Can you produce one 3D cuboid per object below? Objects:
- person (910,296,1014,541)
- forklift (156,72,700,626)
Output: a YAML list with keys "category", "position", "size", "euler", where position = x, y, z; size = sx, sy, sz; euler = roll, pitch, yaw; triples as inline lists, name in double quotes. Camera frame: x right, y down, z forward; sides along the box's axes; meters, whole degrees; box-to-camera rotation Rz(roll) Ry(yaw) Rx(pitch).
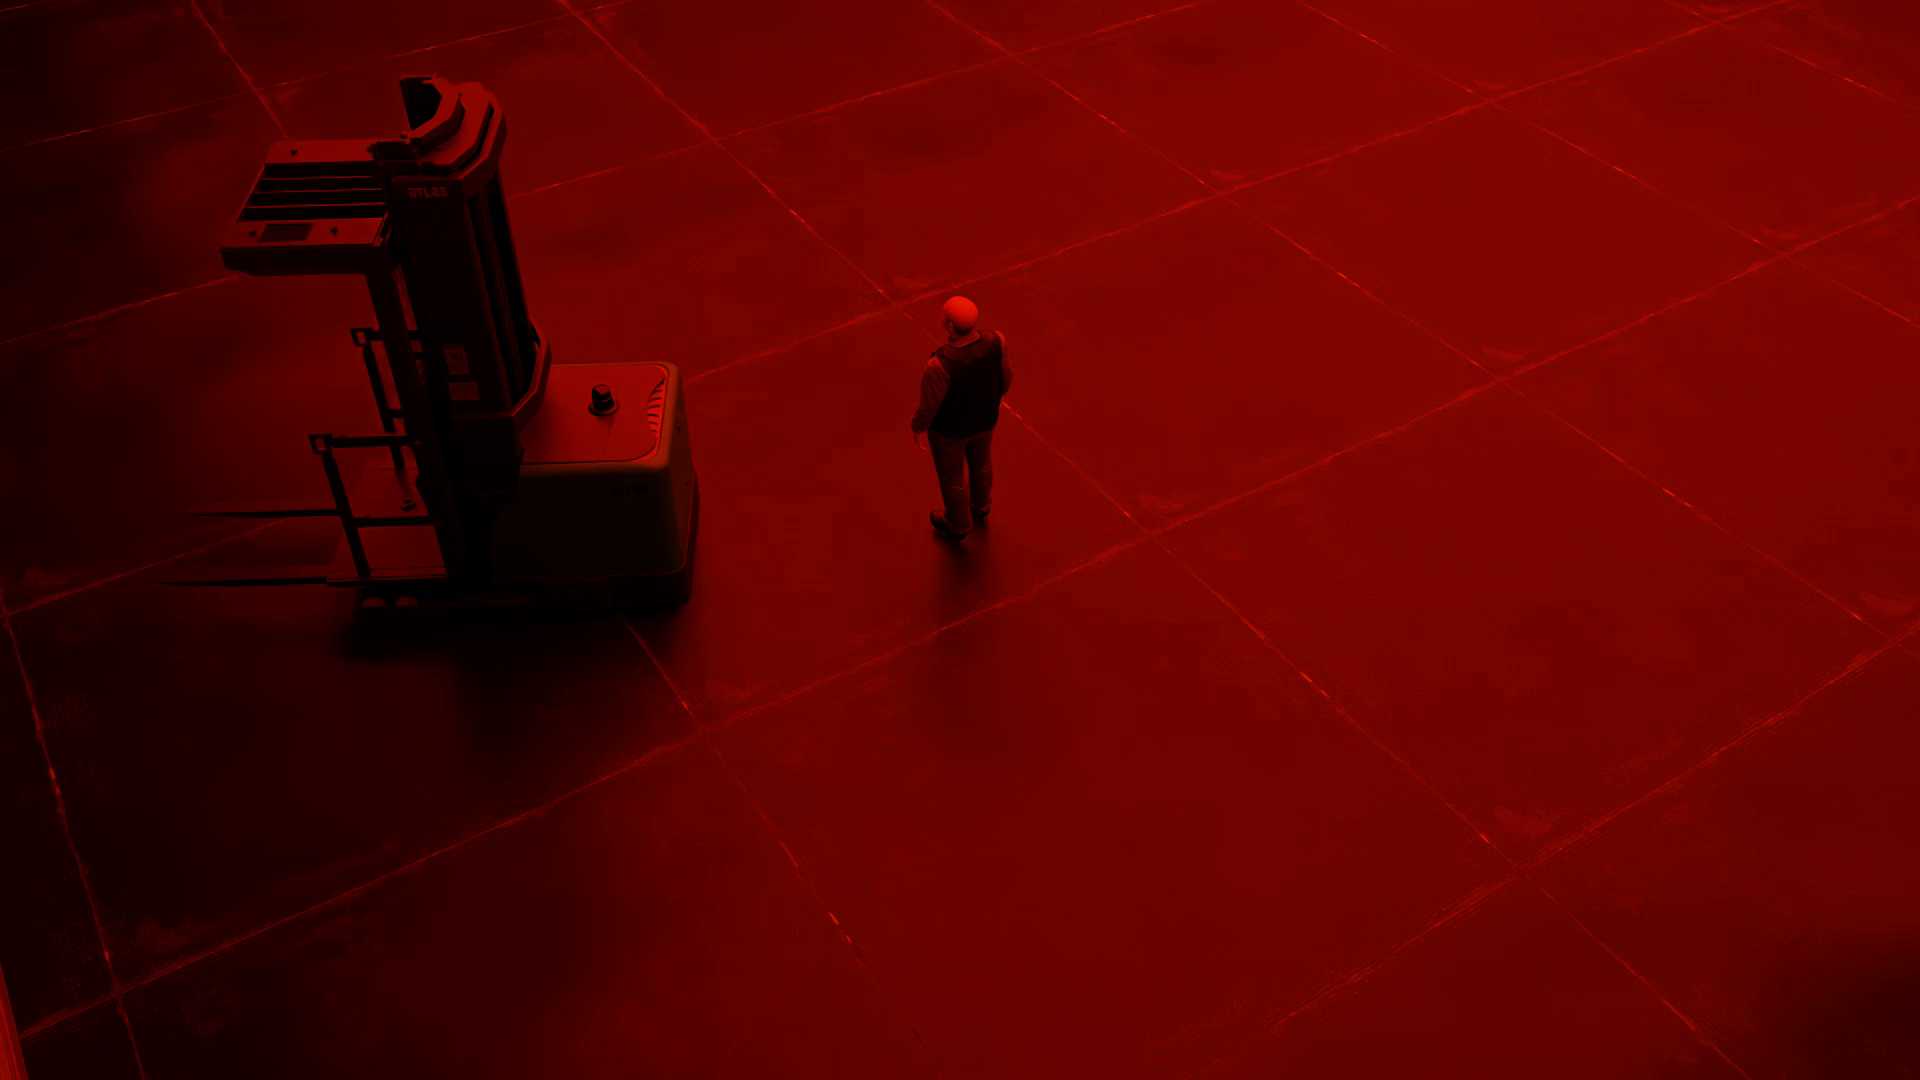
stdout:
- category: "person"
  position: [-0.026, -0.721, 9.543]
  size: [0.631, 1.720, 0.568]
  euler: [-23, 46, -24]
- category: "forklift"
  position: [-3.099, -0.972, 8.983]
  size: [3.031, 2.935, 1.130]
  euler: [-2, 41, -2]
